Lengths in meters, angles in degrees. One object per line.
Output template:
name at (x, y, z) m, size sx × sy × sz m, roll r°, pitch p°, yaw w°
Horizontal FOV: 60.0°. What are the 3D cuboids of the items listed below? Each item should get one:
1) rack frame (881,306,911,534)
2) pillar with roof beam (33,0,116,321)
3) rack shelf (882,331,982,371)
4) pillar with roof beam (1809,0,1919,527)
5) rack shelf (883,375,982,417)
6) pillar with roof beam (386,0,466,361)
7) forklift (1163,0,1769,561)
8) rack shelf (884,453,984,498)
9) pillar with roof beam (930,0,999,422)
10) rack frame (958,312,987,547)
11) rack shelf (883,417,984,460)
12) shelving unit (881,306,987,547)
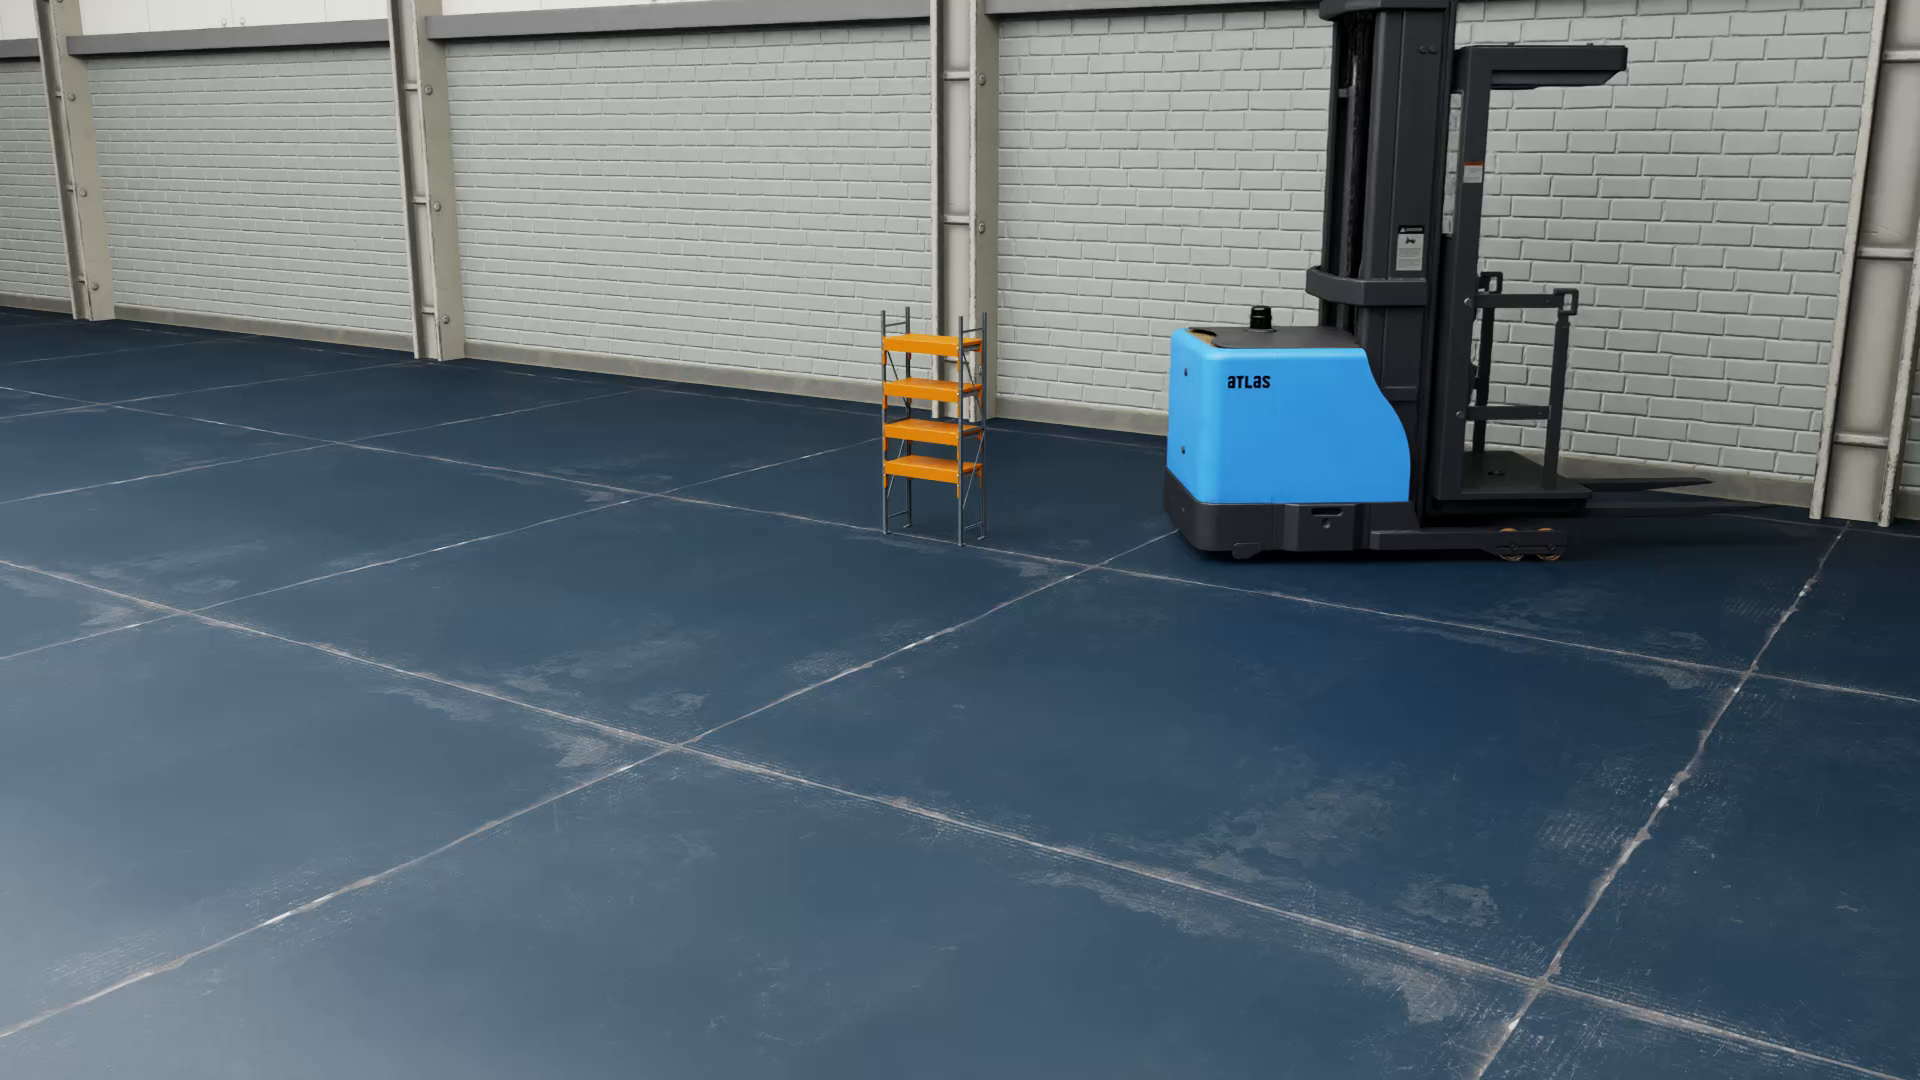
rack frame at (-0.340, -0.637, 8.901) m, size 0.015 × 1.200 × 0.240 m, roll 9°, pitch 17°, yaw 33°
pillar with roof beam at (-12.326, -6.052, 14.543) m, size 0.400 × 9.000 × 9.100 m, roll 9°, pitch 17°, yaw 33°
rack shelf at (-0.137, -0.986, 8.674) m, size 0.480 × 0.148 × 0.258 m, roll 9°, pitch 17°, yaw 33°
pillar with roof beam at (2.609, -3.638, 4.792) m, size 0.400 × 9.000 × 9.100 m, roll 9°, pitch 17°, yaw 33°
rack shelf at (-0.137, -0.756, 8.731) m, size 0.480 × 0.148 × 0.258 m, roll 9°, pitch 17°, yaw 33°
pillar with roof beam at (-7.348, -5.247, 11.293) m, size 0.400 × 9.000 × 9.100 m, roll 9°, pitch 17°, yaw 33°
forklift at (2.663, -1.442, 8.547) m, size 3.031 × 2.935 × 1.130 m, roll -1°, pitch 14°, yaw -3°
rack shelf at (-0.137, -0.347, 8.833) m, size 0.480 × 0.148 × 0.258 m, roll 9°, pitch 17°, yaw 33°
pillar with roof beam at (-2.369, -4.443, 8.042) m, size 0.400 × 9.000 × 9.100 m, roll 9°, pitch 17°, yaw 33°
rack frame at (0.065, -0.572, 8.636) m, size 0.015 × 1.200 × 0.240 m, roll 9°, pitch 17°, yaw 33°
rack shelf at (-0.137, -0.539, 8.785) m, size 0.480 × 0.148 × 0.258 m, roll 9°, pitch 17°, yaw 33°
shelving unit at (-0.137, -0.605, 8.769) m, size 0.503 × 1.200 × 0.258 m, roll 9°, pitch 17°, yaw 33°
